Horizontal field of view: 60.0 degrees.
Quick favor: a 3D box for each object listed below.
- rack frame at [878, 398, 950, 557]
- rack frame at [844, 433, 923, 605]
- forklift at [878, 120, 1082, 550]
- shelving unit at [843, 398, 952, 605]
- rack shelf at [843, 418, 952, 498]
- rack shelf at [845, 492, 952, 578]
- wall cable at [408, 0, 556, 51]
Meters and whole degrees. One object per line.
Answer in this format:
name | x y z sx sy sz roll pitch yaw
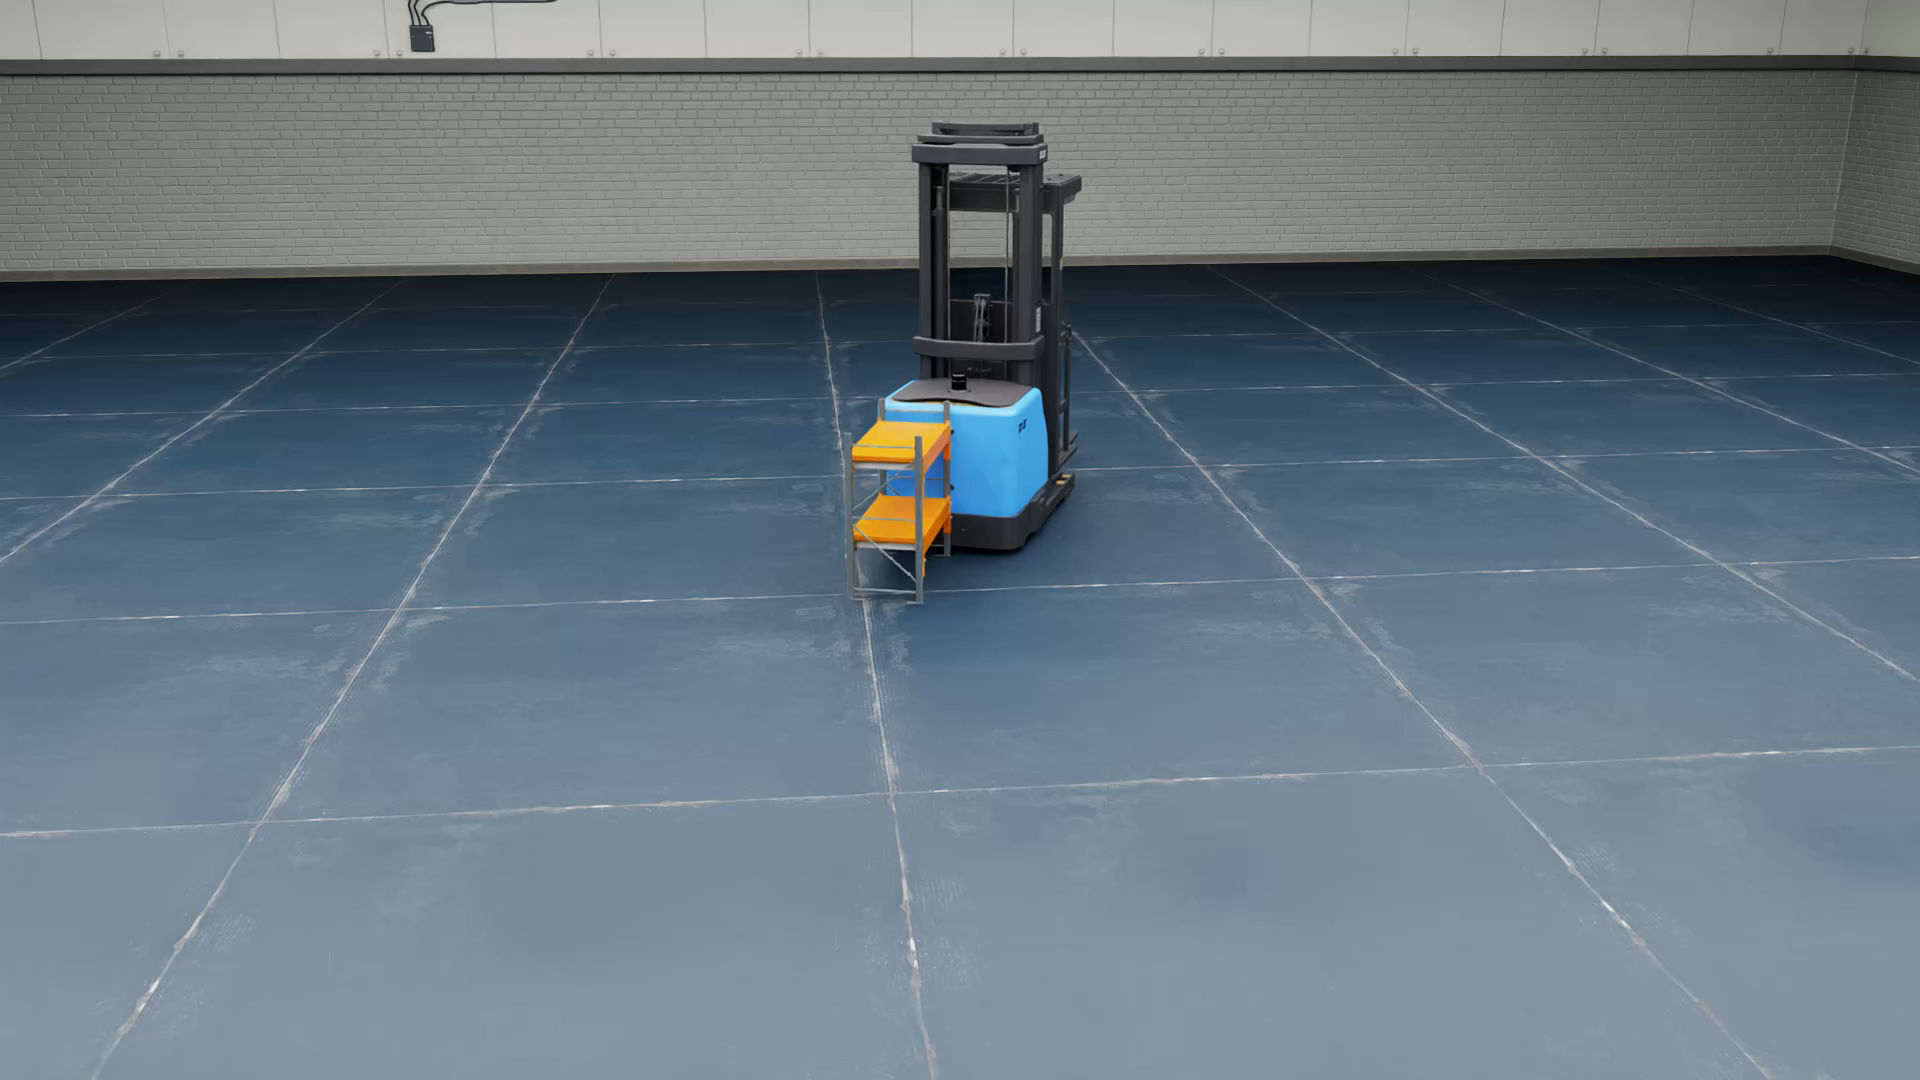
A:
rack frame | -0.317 -0.431 11.673 0.500 1.125 0.032 3 18 9
rack frame | -0.488 -0.131 10.717 0.500 1.125 0.032 3 18 9
forklift | 0.296 -1.730 12.796 1.130 2.935 3.031 5 18 15
shelving unit | -0.403 -0.281 11.195 0.538 1.125 1.048 3 18 9
rack shelf | -0.403 -0.561 11.108 0.538 0.278 1.000 3 18 9
rack shelf | -0.403 -0.048 11.268 0.538 0.278 1.000 3 18 9
wall cable | -6.664 -9.870 22.913 2.305 6.003 0.169 -2 18 -6
